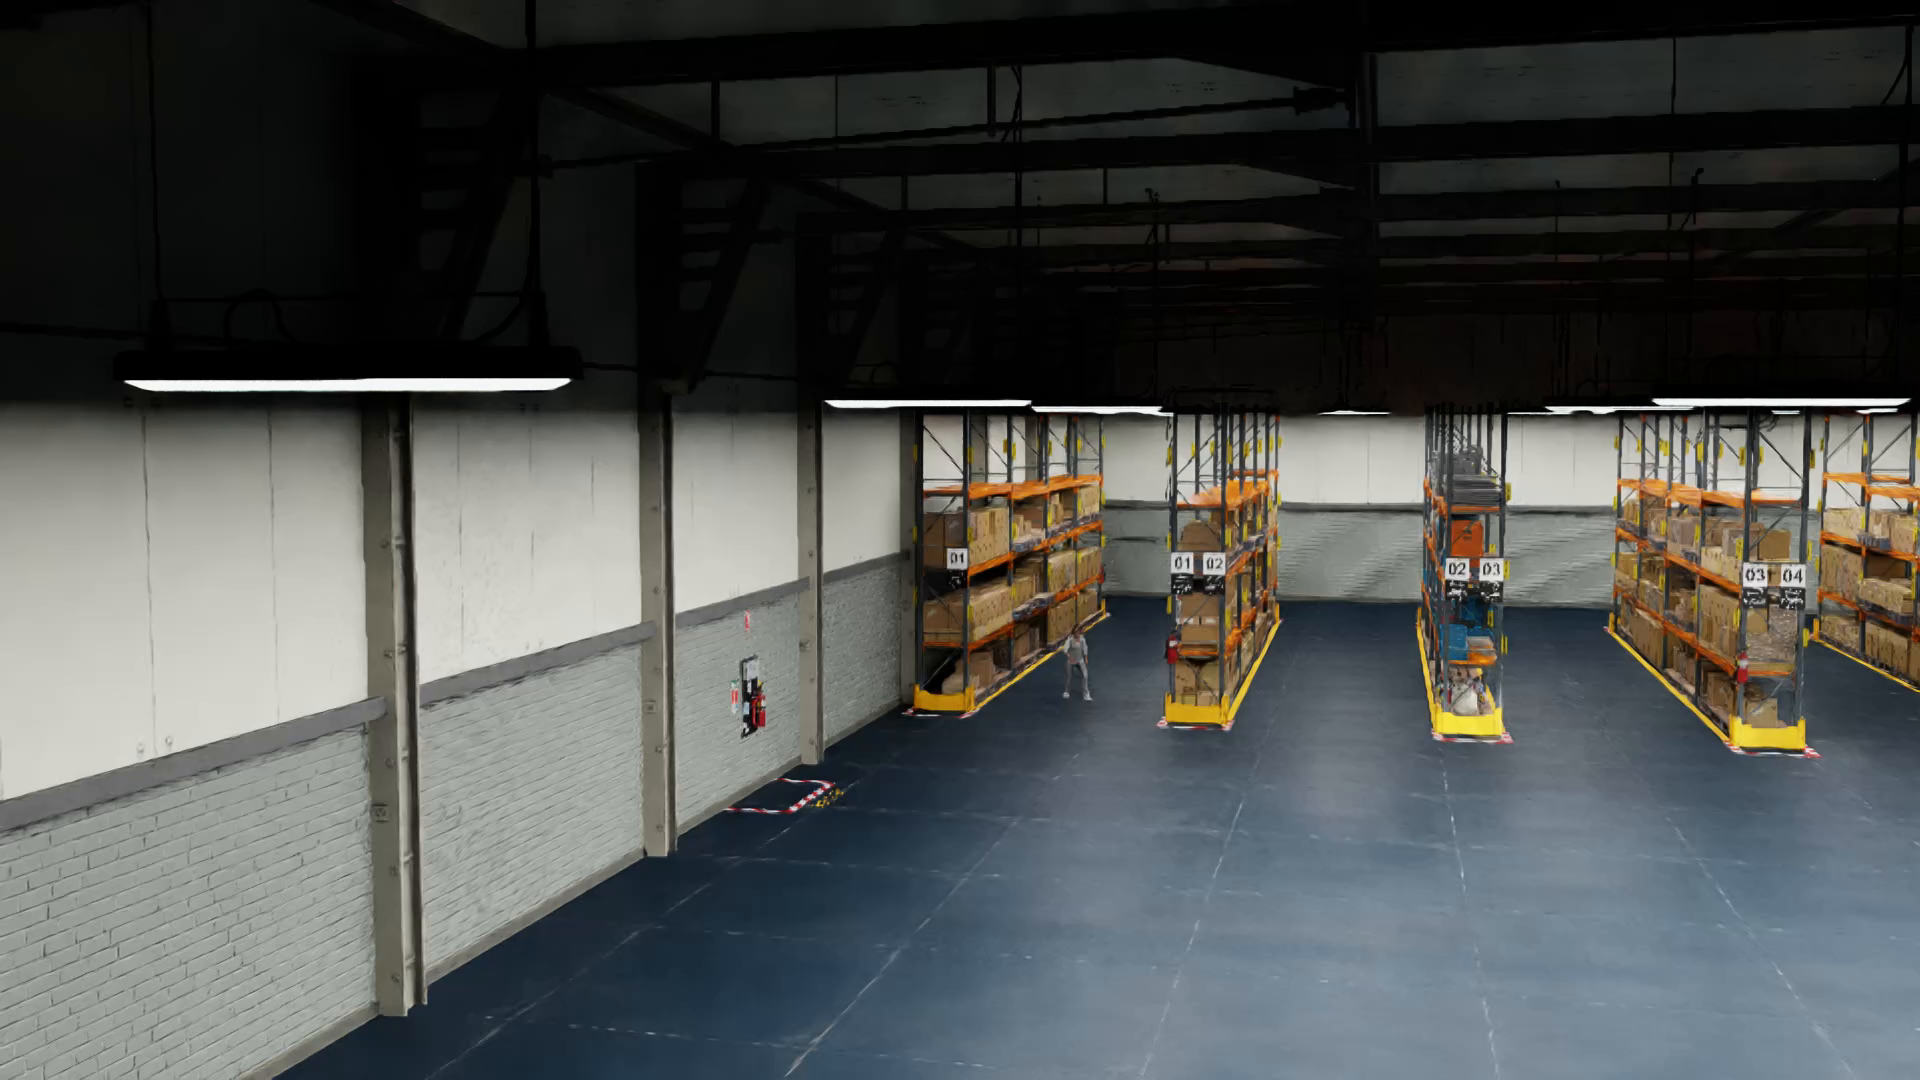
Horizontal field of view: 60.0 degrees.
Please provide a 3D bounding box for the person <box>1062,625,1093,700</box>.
[{"bbox_3d":[2.361,2.459,33.714,0.573,1.532,0.763,0,4,-5],"label":"person"}]

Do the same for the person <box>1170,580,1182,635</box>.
[{"bbox_3d":[5.678,1.611,43.569,0.443,1.786,0.594,-1,4,-15],"label":"person"}]
